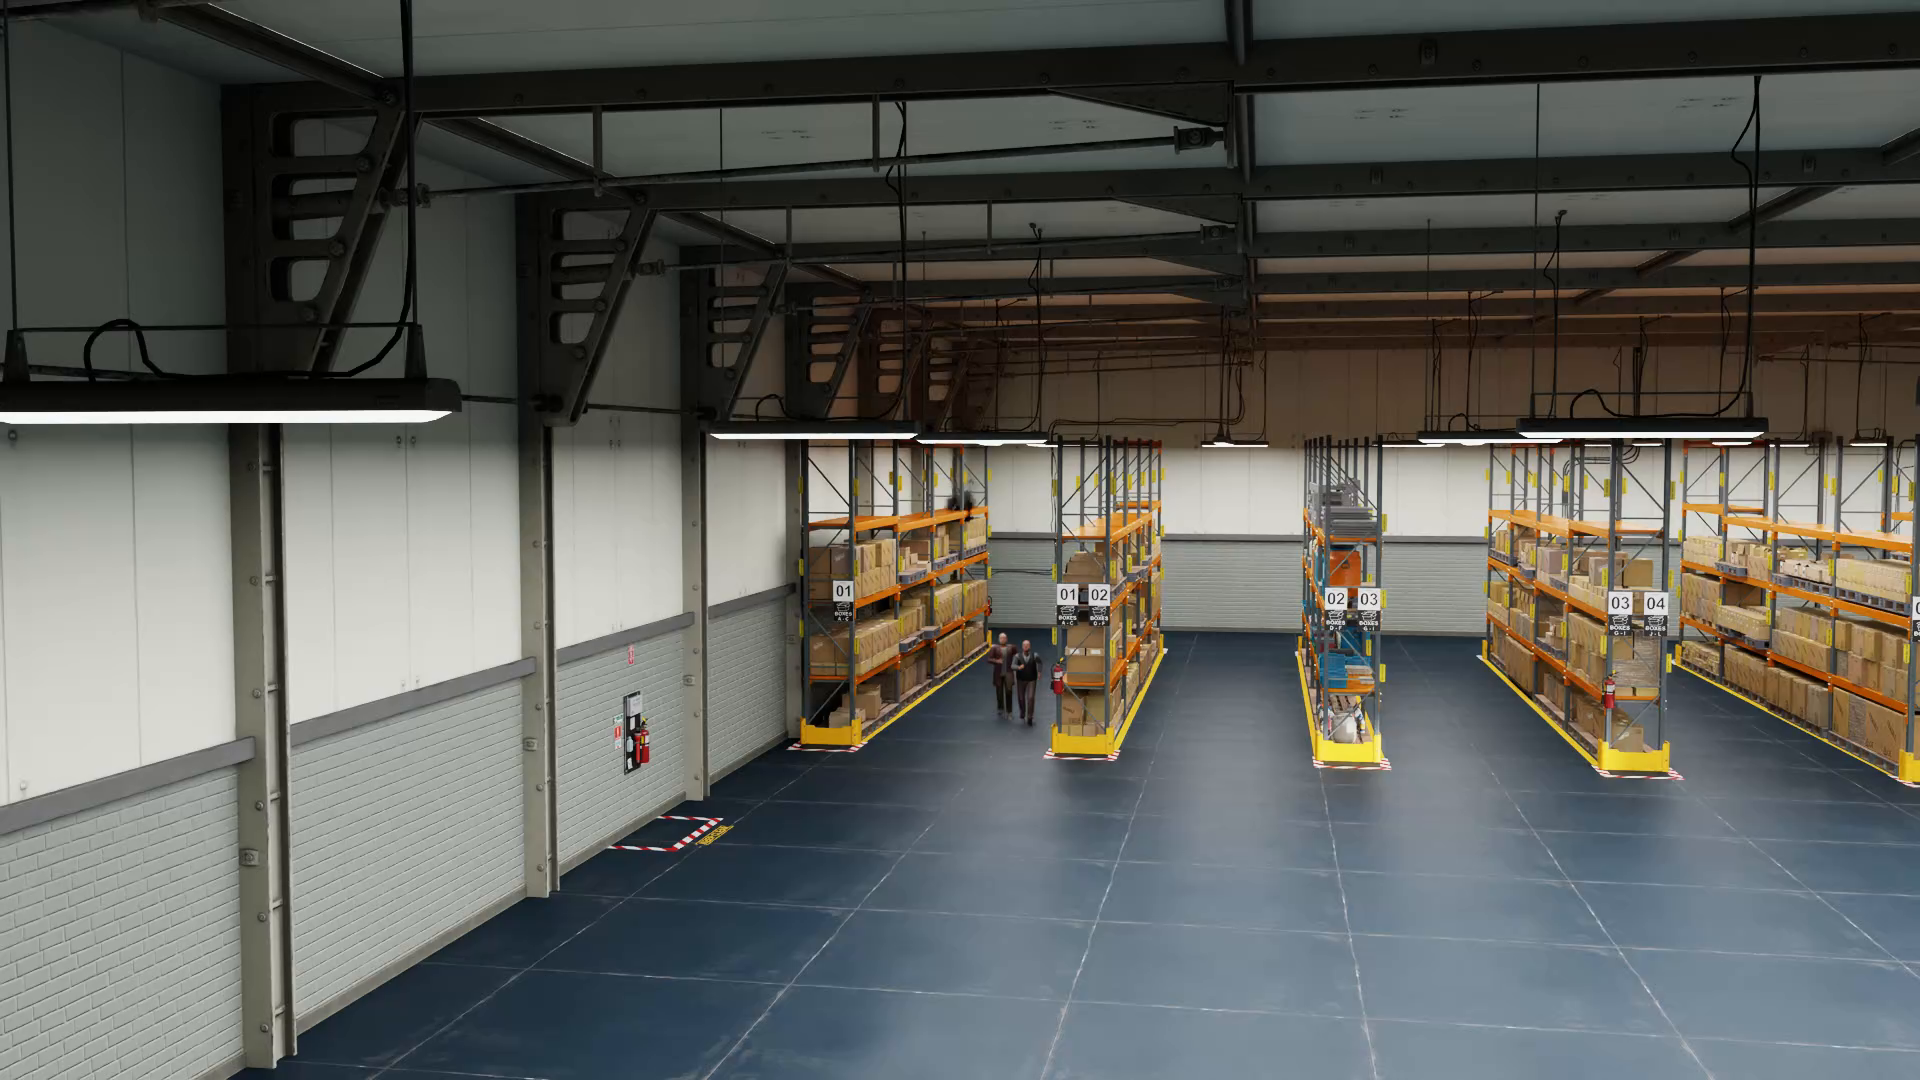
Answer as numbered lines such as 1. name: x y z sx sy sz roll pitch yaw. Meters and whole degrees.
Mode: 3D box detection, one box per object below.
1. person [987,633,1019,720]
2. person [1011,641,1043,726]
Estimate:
1. person: 0.923 2.916 35.532 0.710 1.861 0.760 0 3 0
2. person: 1.394 2.998 34.794 0.659 1.641 0.953 0 3 5
